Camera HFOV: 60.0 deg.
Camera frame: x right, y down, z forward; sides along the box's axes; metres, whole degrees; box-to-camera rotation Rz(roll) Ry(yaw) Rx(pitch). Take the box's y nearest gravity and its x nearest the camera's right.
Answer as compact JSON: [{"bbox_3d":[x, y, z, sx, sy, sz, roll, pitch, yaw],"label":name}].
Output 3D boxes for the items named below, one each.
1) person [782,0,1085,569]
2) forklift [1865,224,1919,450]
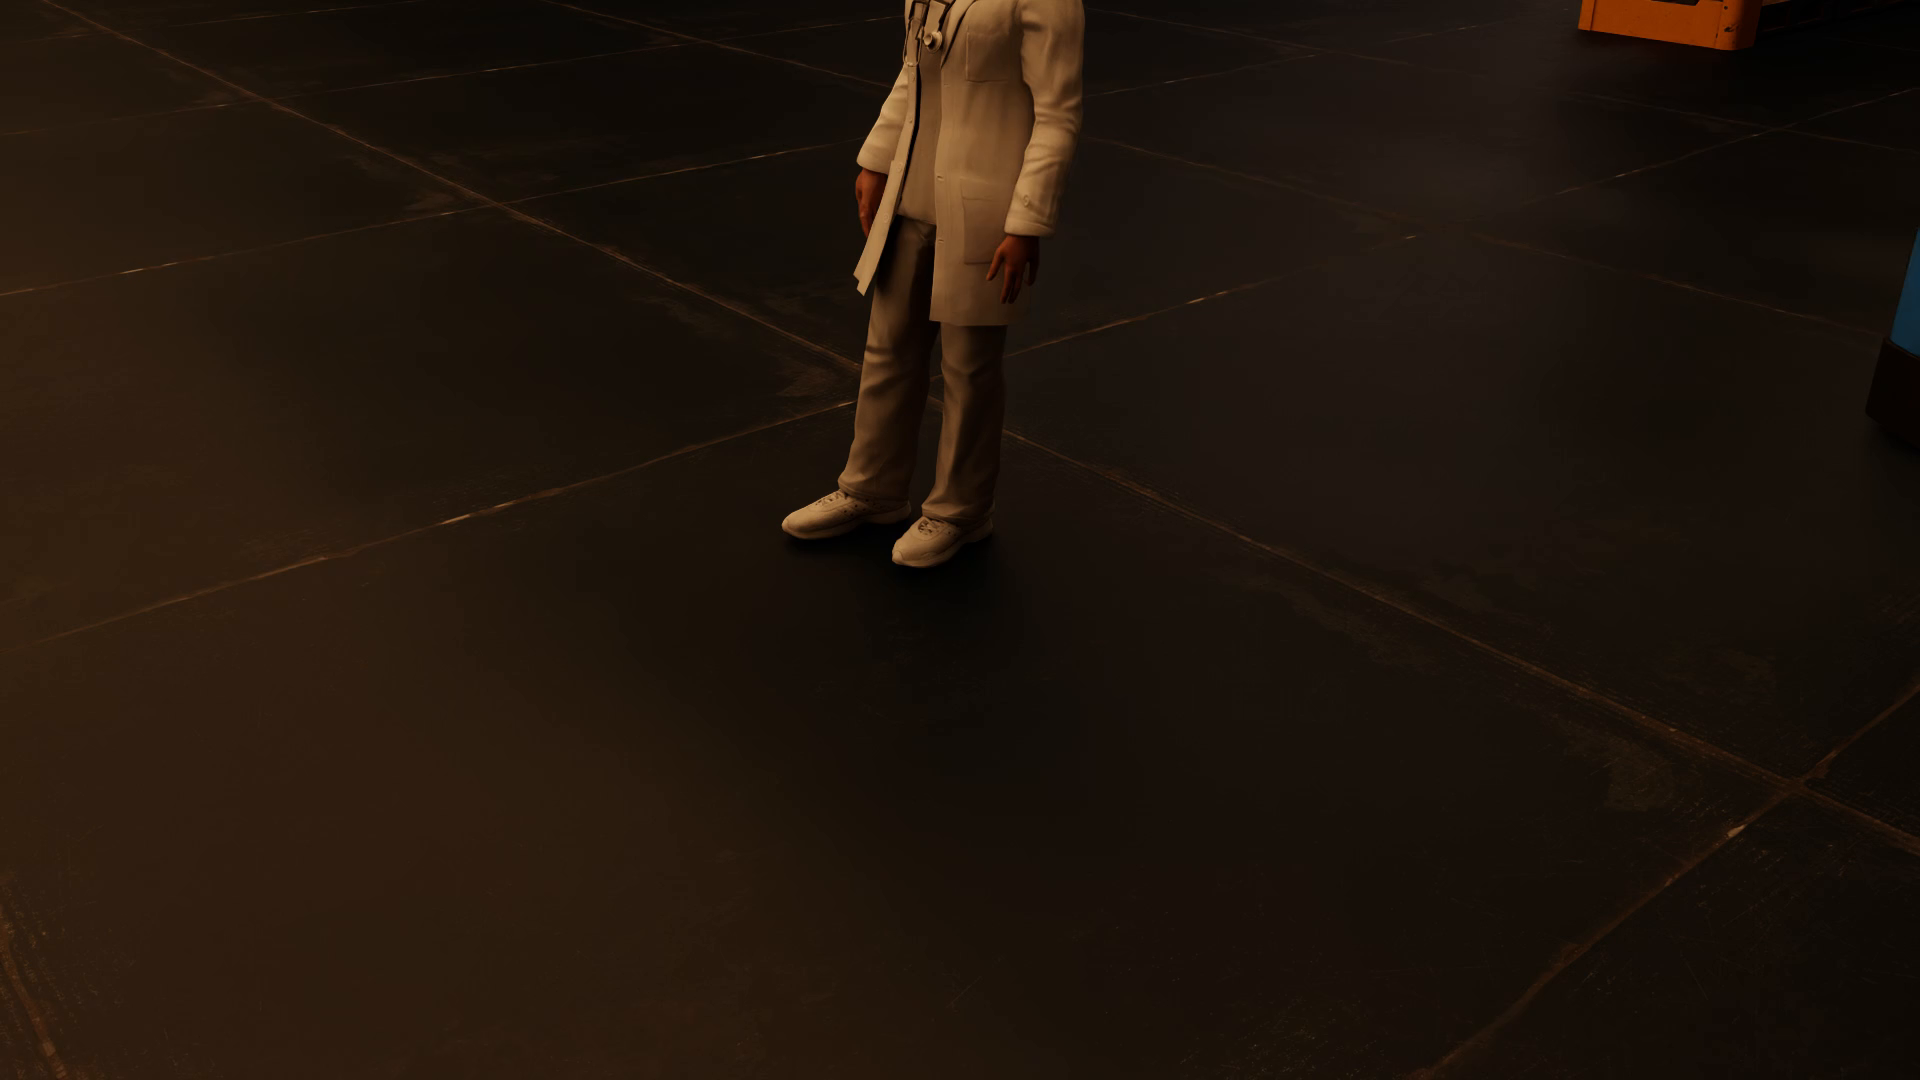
[{"bbox_3d":[-0.073,-0.778,4.053,0.578,1.778,0.698,-20,33,-35],"label":"person"},{"bbox_3d":[4.332,-1.493,4.213,3.031,2.935,1.130,-2,26,-4],"label":"forklift"}]
